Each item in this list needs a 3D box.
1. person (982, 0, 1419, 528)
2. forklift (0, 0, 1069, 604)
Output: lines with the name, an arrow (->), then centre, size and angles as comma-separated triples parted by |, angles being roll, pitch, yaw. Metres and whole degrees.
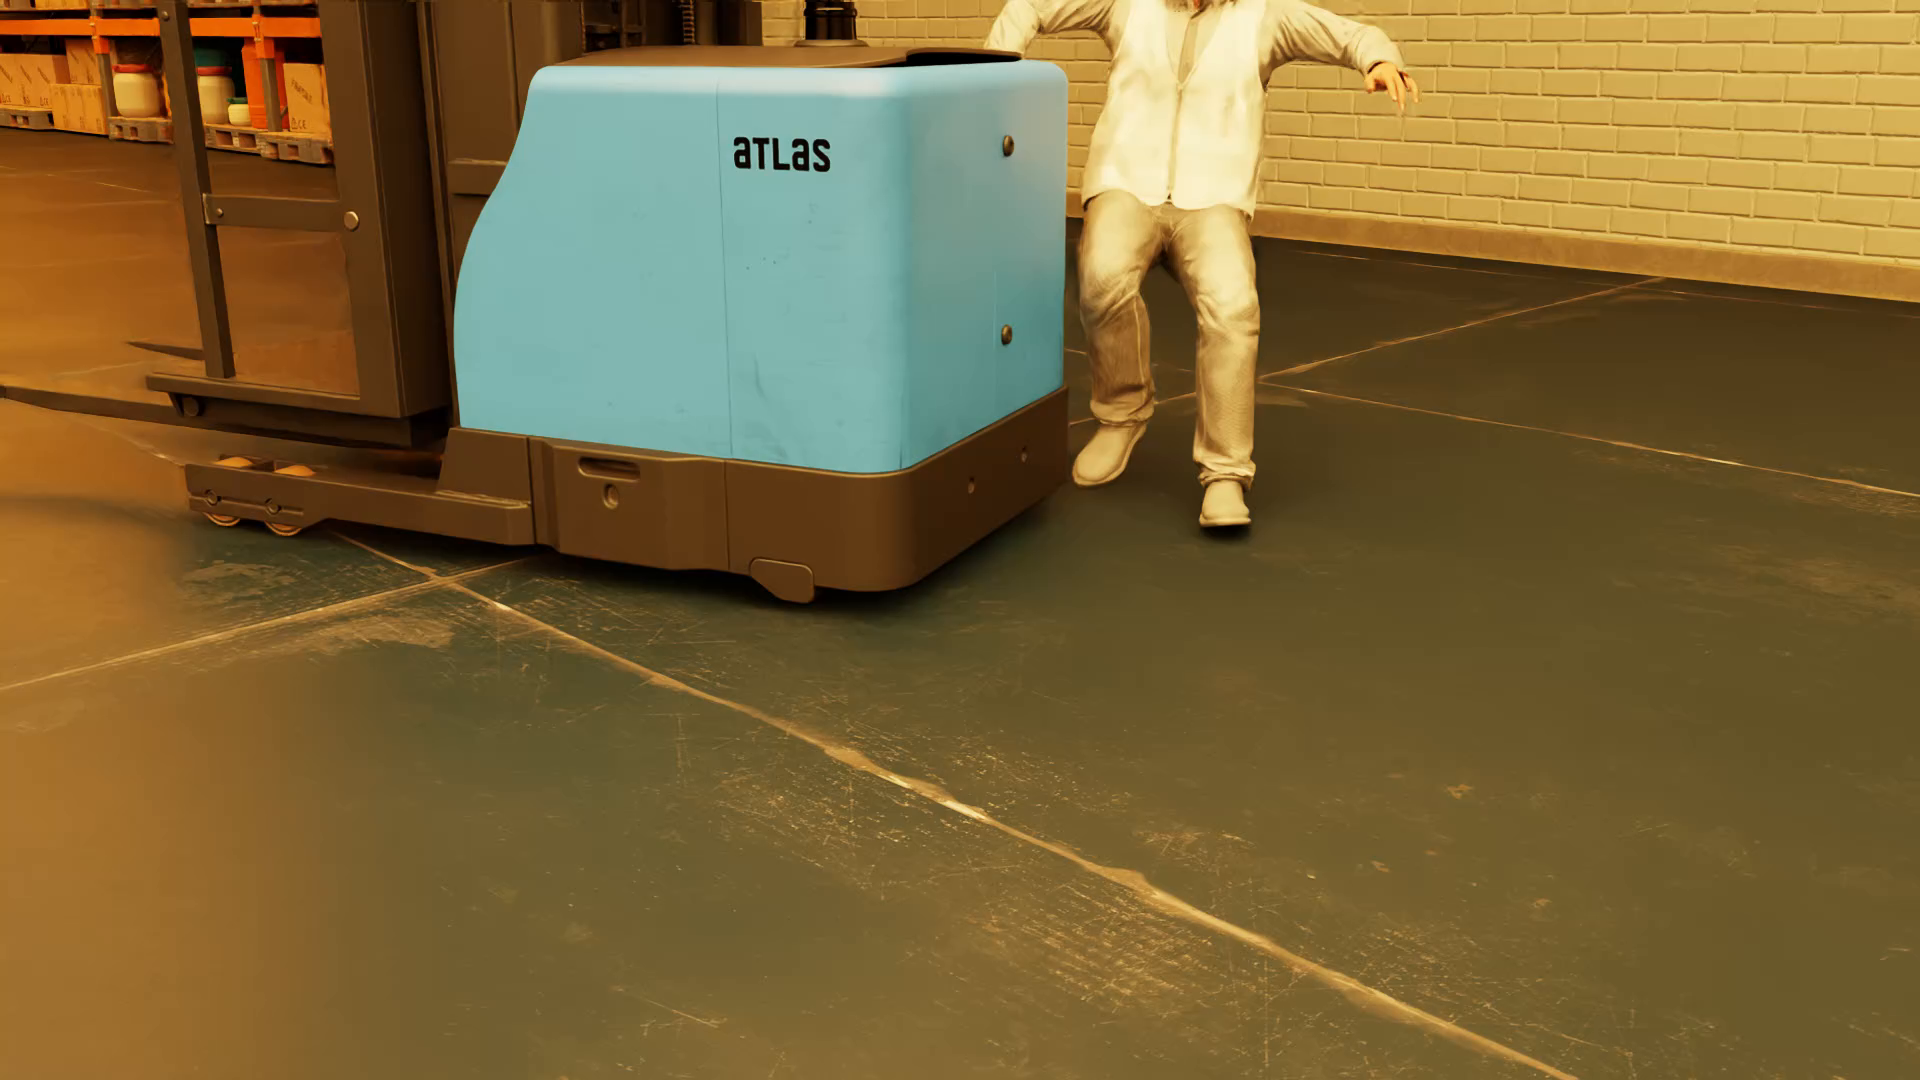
person -> 0.518, -0.857, 4.047 | 1.064, 1.559, 0.865 | 1, 17, 4
forklift -> -1.296, -1.542, 3.920 | 3.031, 2.935, 1.130 | 8, 19, 23
